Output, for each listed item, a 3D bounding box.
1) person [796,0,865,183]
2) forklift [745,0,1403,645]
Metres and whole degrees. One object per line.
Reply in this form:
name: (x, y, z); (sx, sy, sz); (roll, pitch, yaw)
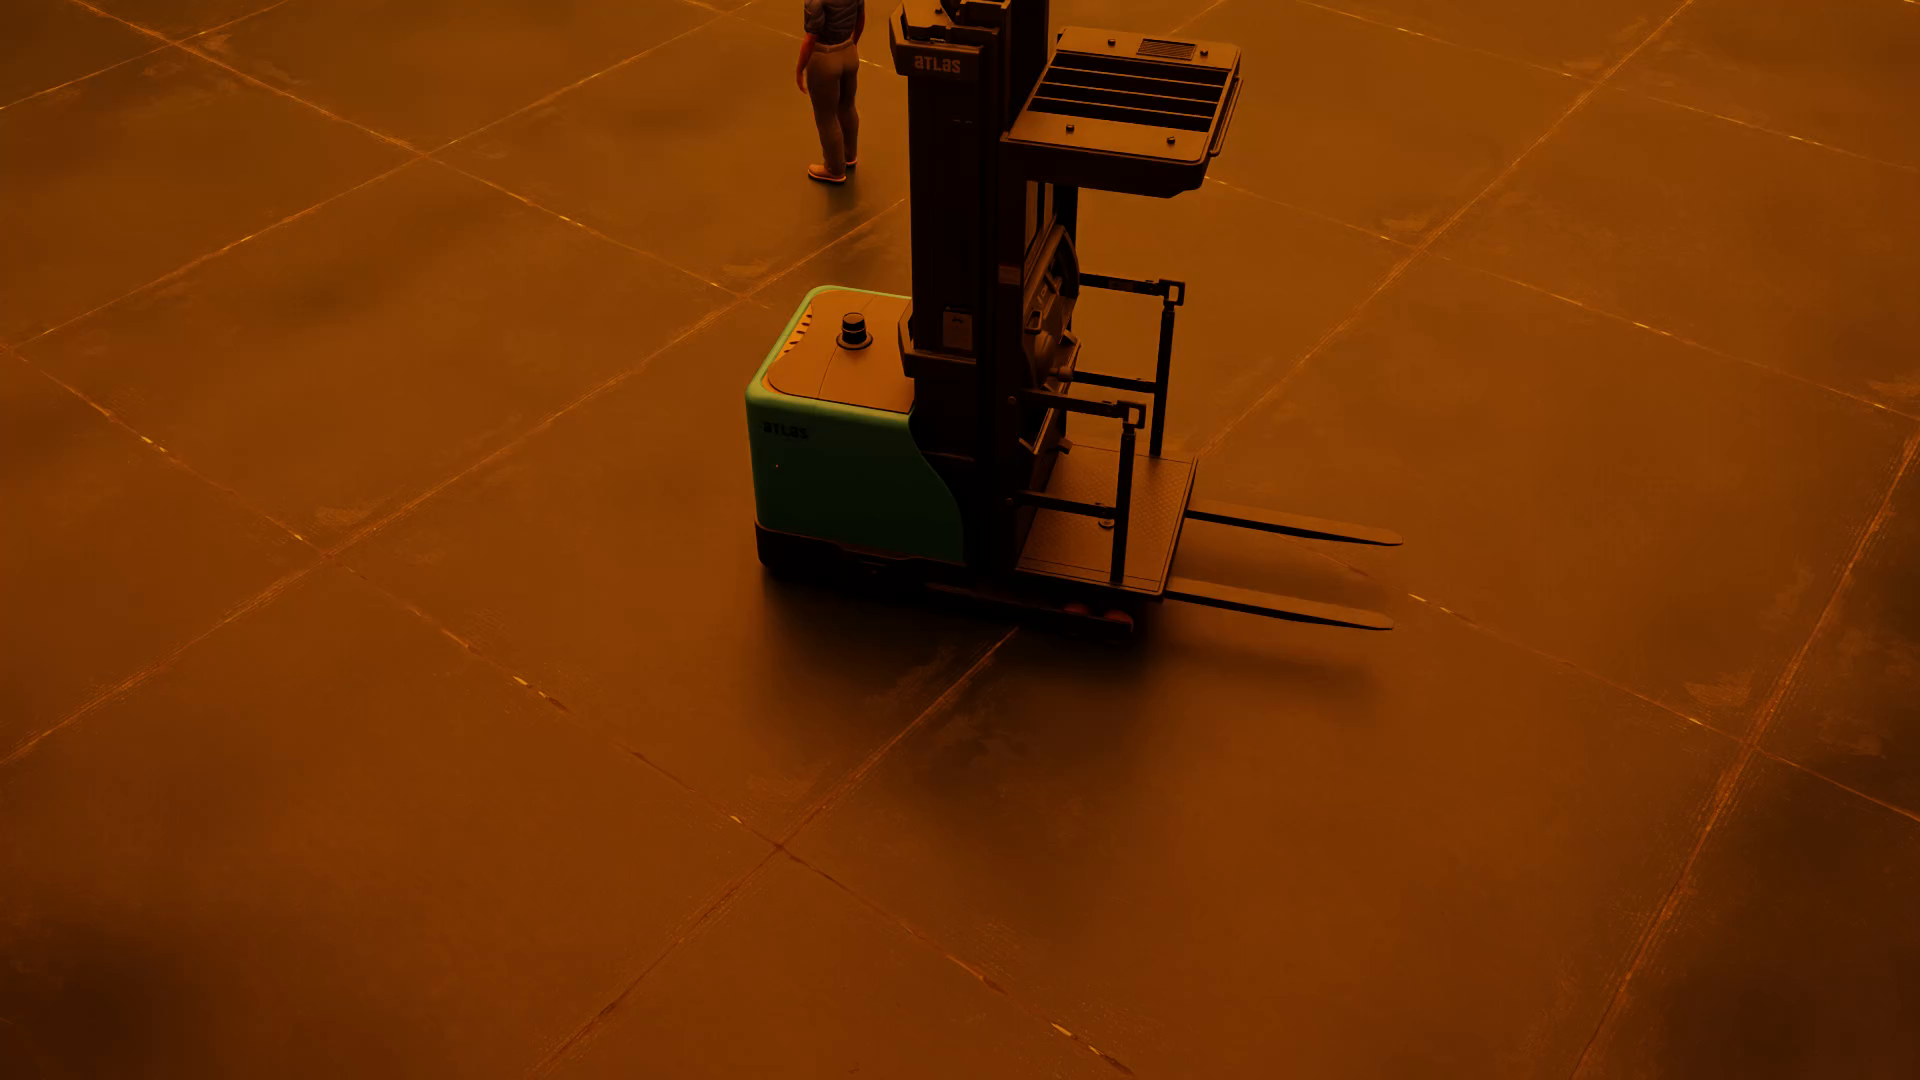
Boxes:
person: (-0.871, -3.089, 10.670); (0.504, 1.654, 0.570); (30, 49, 31)
forklift: (0.587, -1.011, 7.260); (3.031, 2.935, 1.130); (10, 41, 12)
